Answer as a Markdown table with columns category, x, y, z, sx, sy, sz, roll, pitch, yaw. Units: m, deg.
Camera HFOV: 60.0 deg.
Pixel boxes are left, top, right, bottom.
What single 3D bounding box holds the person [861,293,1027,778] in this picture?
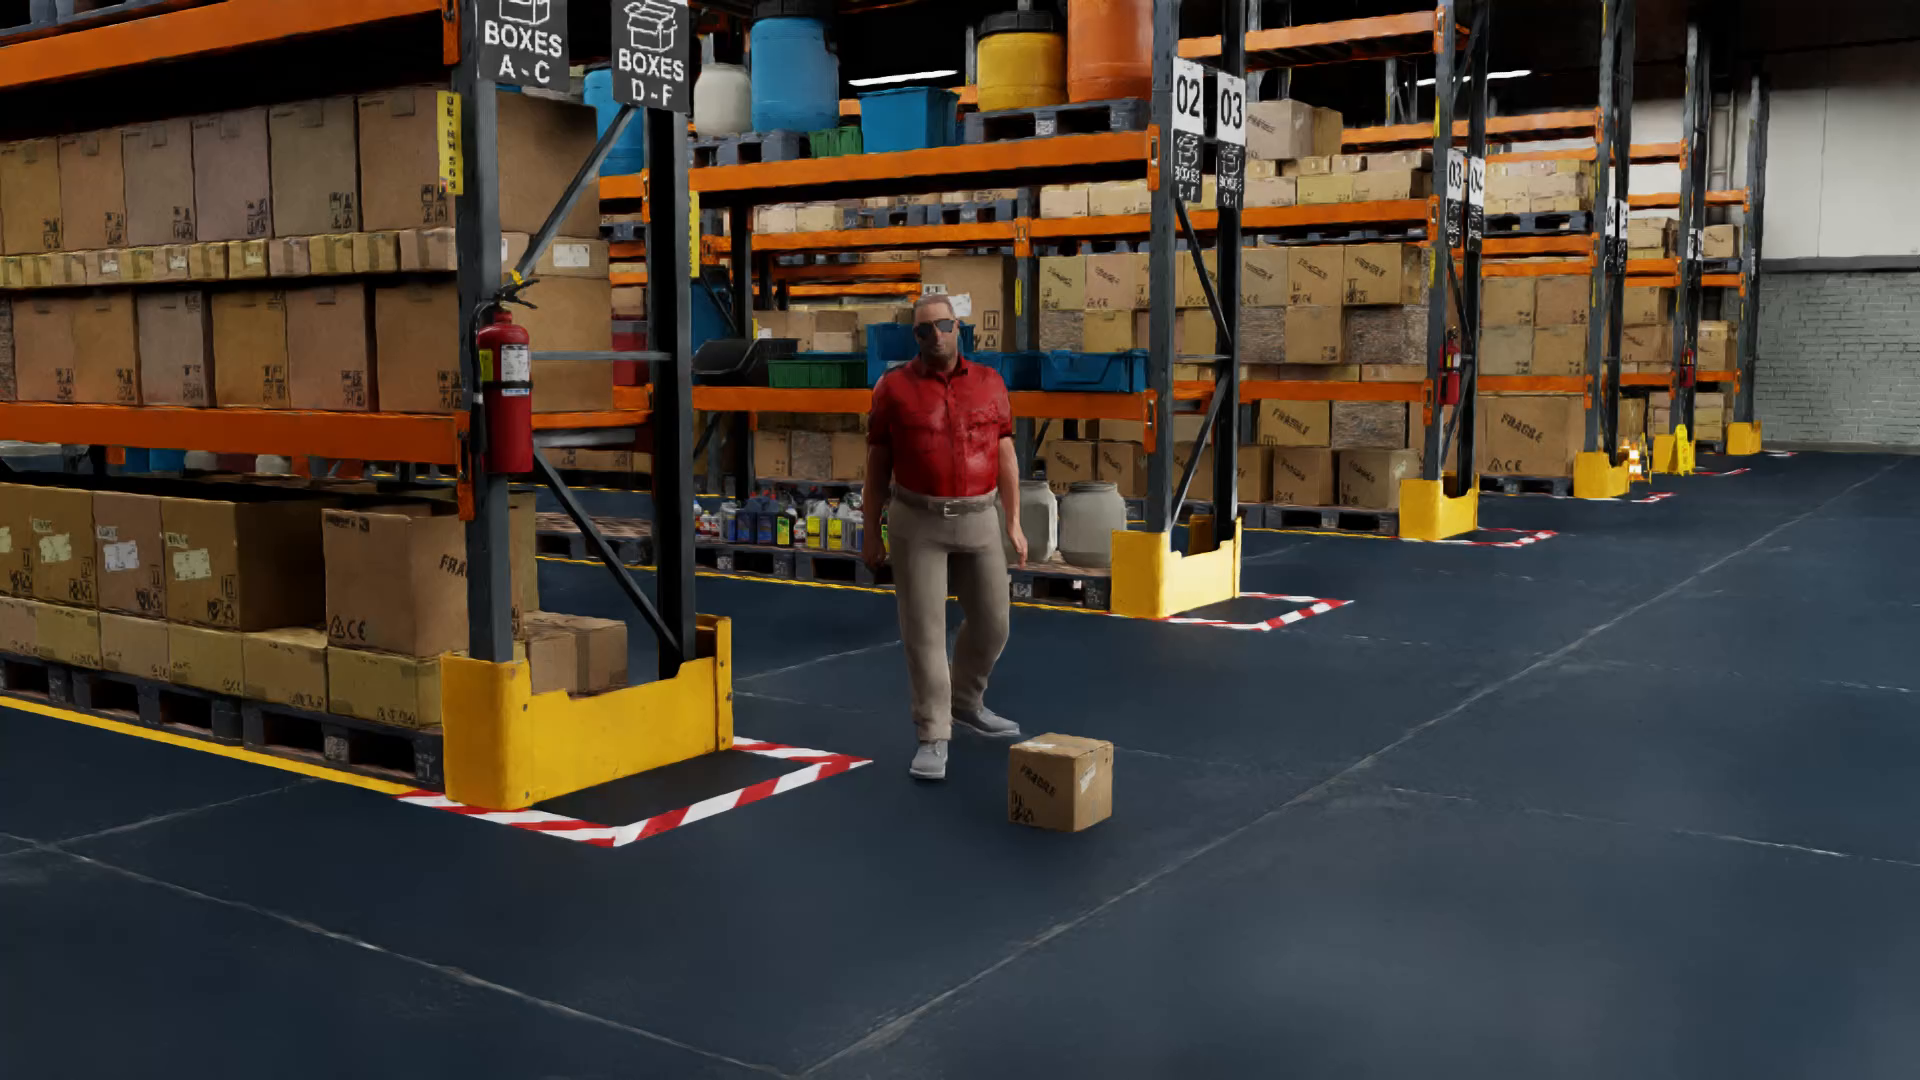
| category | x | y | z | sx | sy | sz | roll | pitch | yaw |
| --- | --- | --- | --- | --- | --- | --- | --- | --- | --- |
| person | -0.034 | -0.039 | 6.144 | 0.649 | 1.725 | 0.623 | -2 | 7 | -17 |
